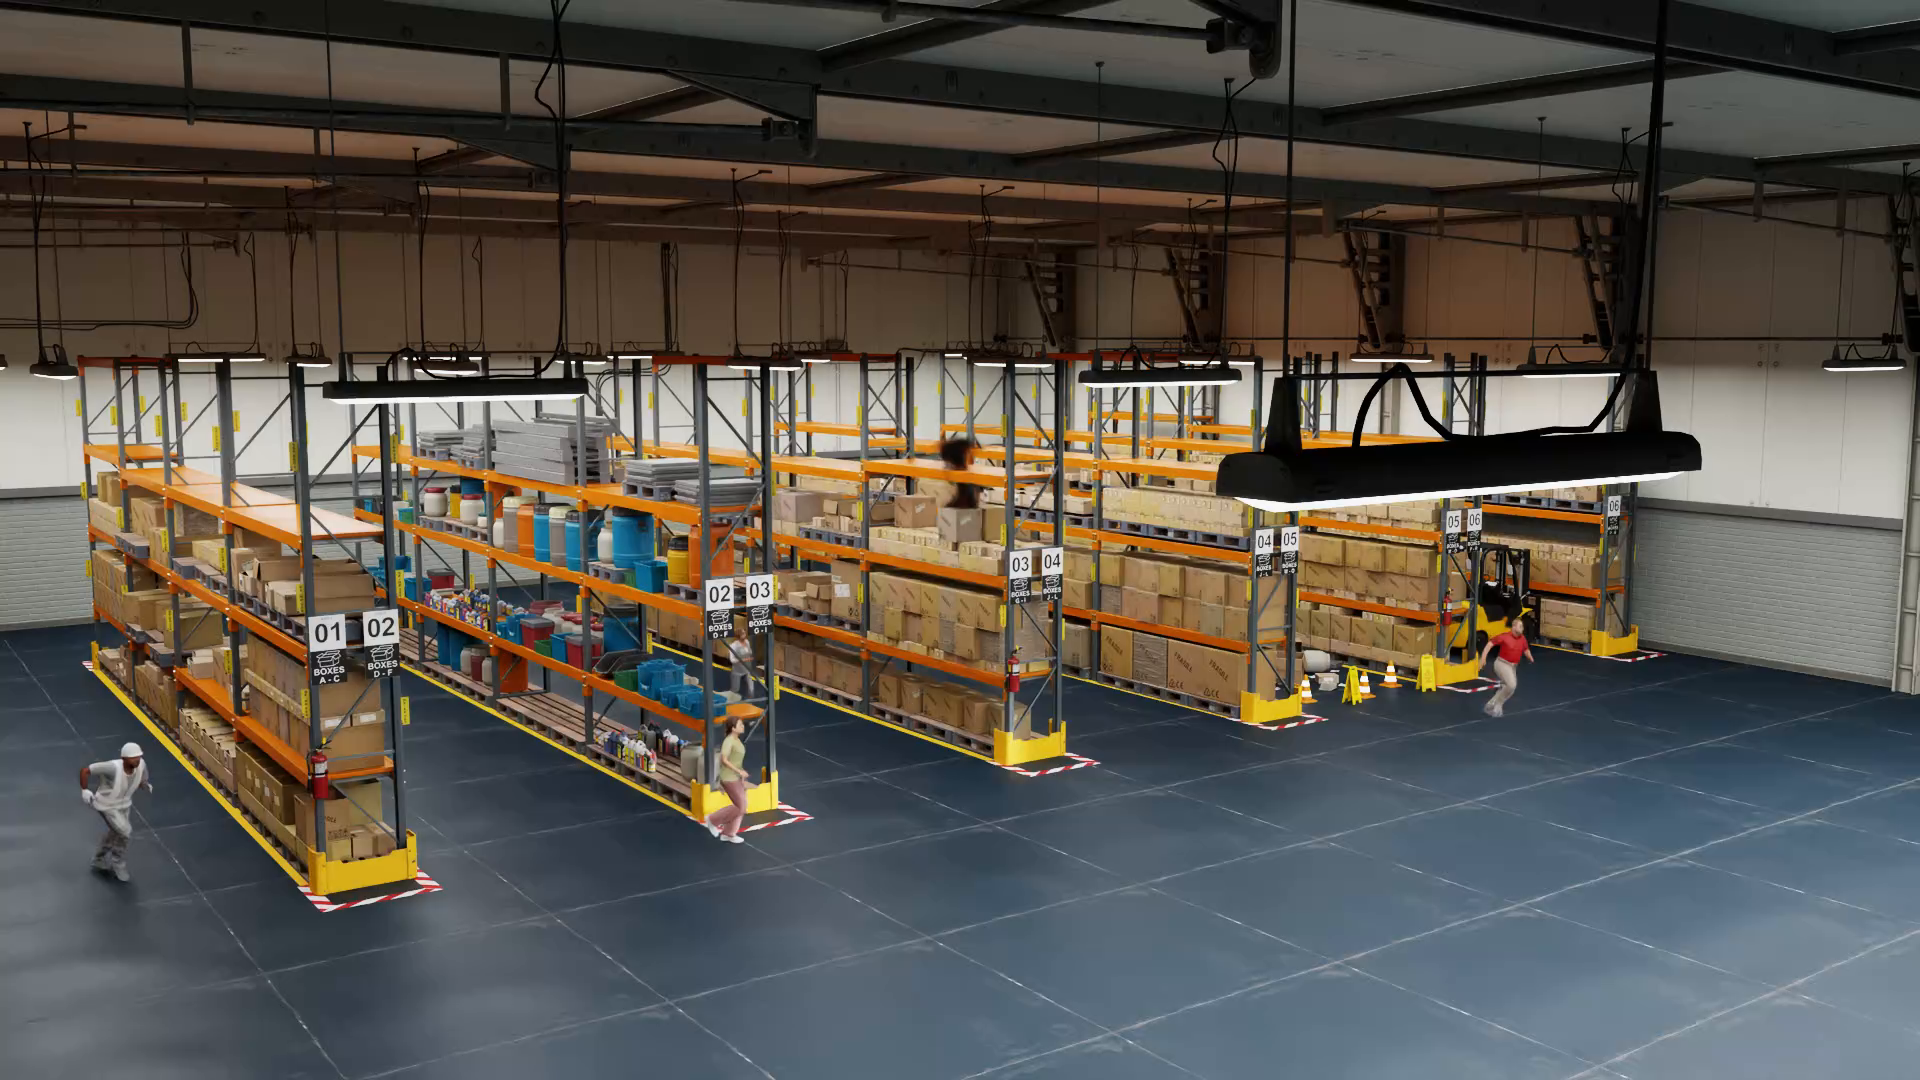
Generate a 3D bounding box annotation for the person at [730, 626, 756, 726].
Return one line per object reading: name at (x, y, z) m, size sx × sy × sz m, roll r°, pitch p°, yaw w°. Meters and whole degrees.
person at (-3.619, 2.214, 27.310) m, size 0.511 × 1.626 × 0.823 m, roll -6°, pitch 9°, yaw -41°

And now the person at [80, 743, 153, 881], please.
person at (-9.911, 3.175, 19.474) m, size 0.987 × 1.684 × 0.731 m, roll 3°, pitch 8°, yaw 25°

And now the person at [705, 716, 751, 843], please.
person at (-2.898, 3.007, 20.893) m, size 0.617 × 1.624 × 0.615 m, roll 0°, pitch 7°, yaw 2°

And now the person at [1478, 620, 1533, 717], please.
person at (9.235, 2.159, 27.914) m, size 0.847 × 1.644 × 0.714 m, roll -5°, pitch 9°, yaw -36°

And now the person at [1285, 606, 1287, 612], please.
person at (7.013, 1.060, 36.478) m, size 0.644 × 1.706 × 0.945 m, roll -6°, pitch 9°, yaw -40°
